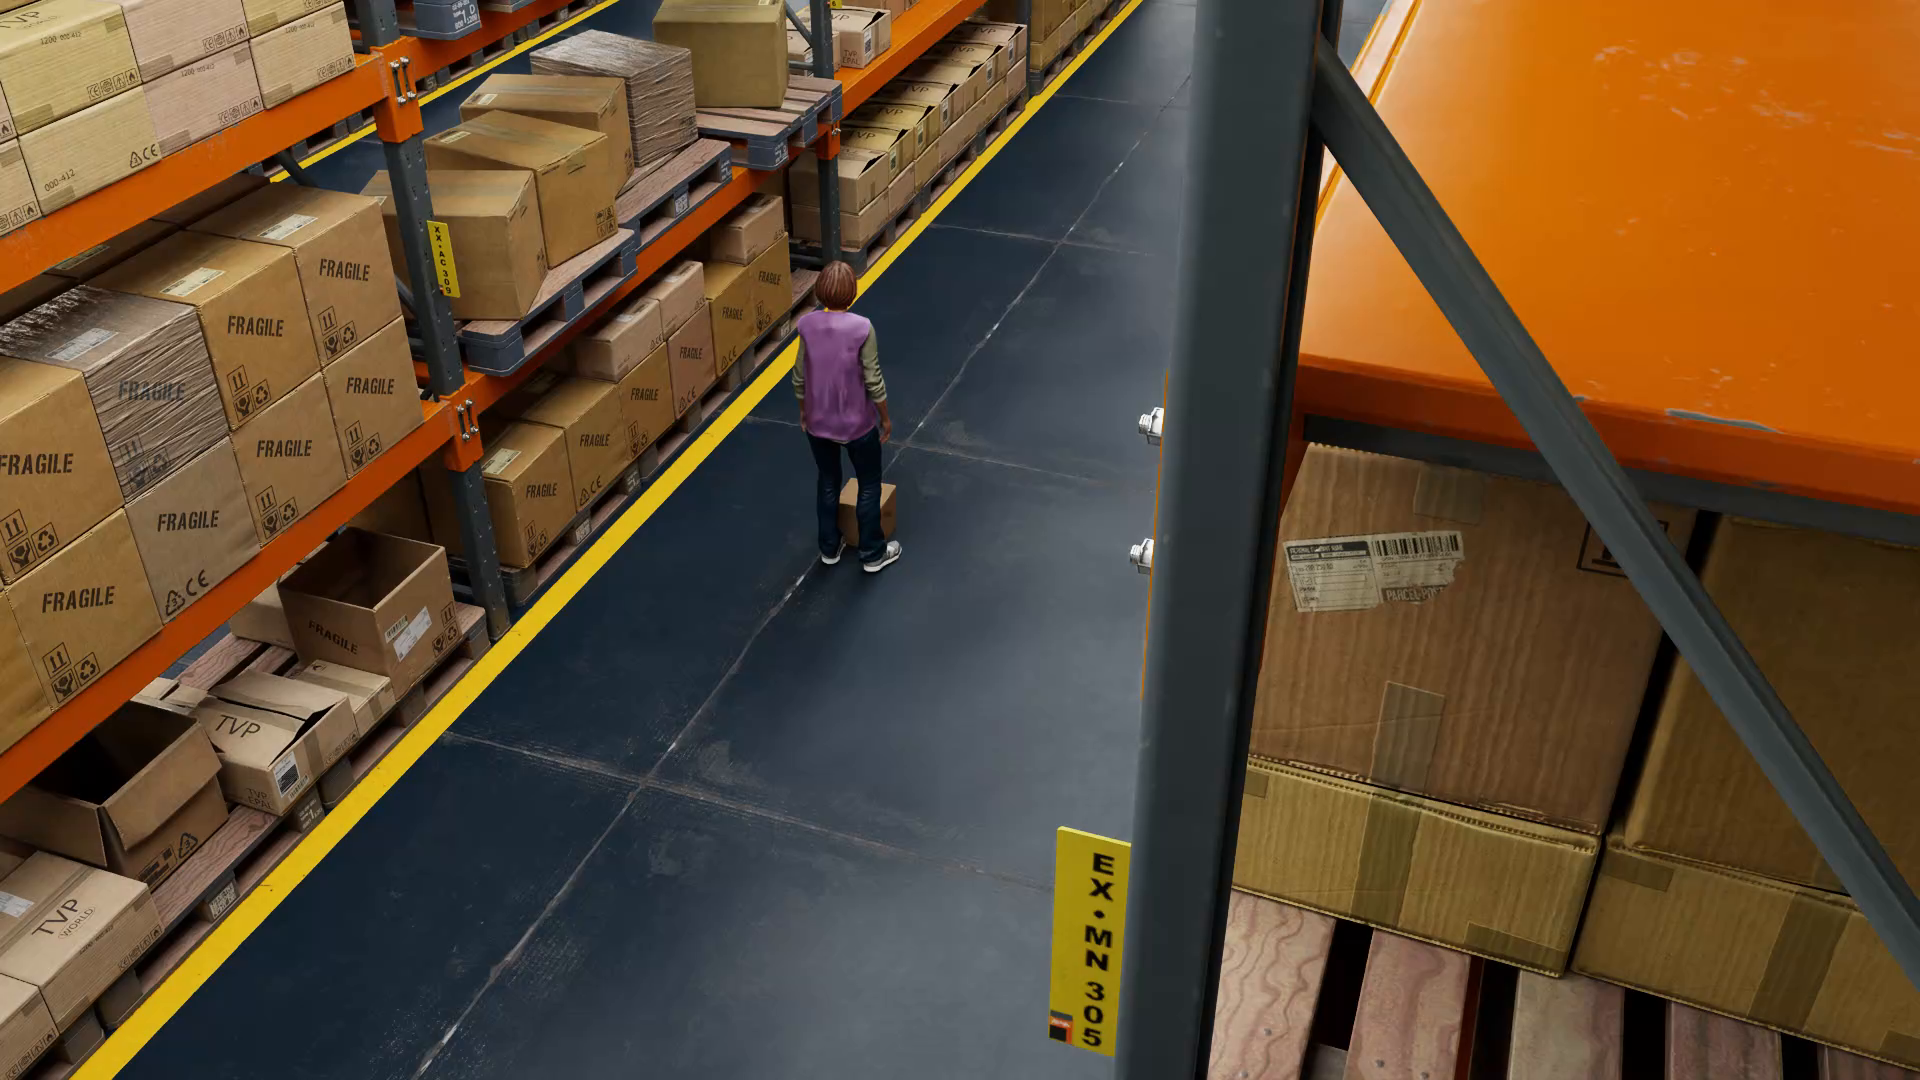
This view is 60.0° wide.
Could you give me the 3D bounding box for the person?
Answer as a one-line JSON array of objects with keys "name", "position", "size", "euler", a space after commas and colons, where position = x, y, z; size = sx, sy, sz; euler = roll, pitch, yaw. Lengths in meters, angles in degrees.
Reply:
[{"name": "person", "position": [-0.559, -0.569, 8.003], "size": [0.479, 1.593, 0.345], "euler": [10, 35, 15]}]
